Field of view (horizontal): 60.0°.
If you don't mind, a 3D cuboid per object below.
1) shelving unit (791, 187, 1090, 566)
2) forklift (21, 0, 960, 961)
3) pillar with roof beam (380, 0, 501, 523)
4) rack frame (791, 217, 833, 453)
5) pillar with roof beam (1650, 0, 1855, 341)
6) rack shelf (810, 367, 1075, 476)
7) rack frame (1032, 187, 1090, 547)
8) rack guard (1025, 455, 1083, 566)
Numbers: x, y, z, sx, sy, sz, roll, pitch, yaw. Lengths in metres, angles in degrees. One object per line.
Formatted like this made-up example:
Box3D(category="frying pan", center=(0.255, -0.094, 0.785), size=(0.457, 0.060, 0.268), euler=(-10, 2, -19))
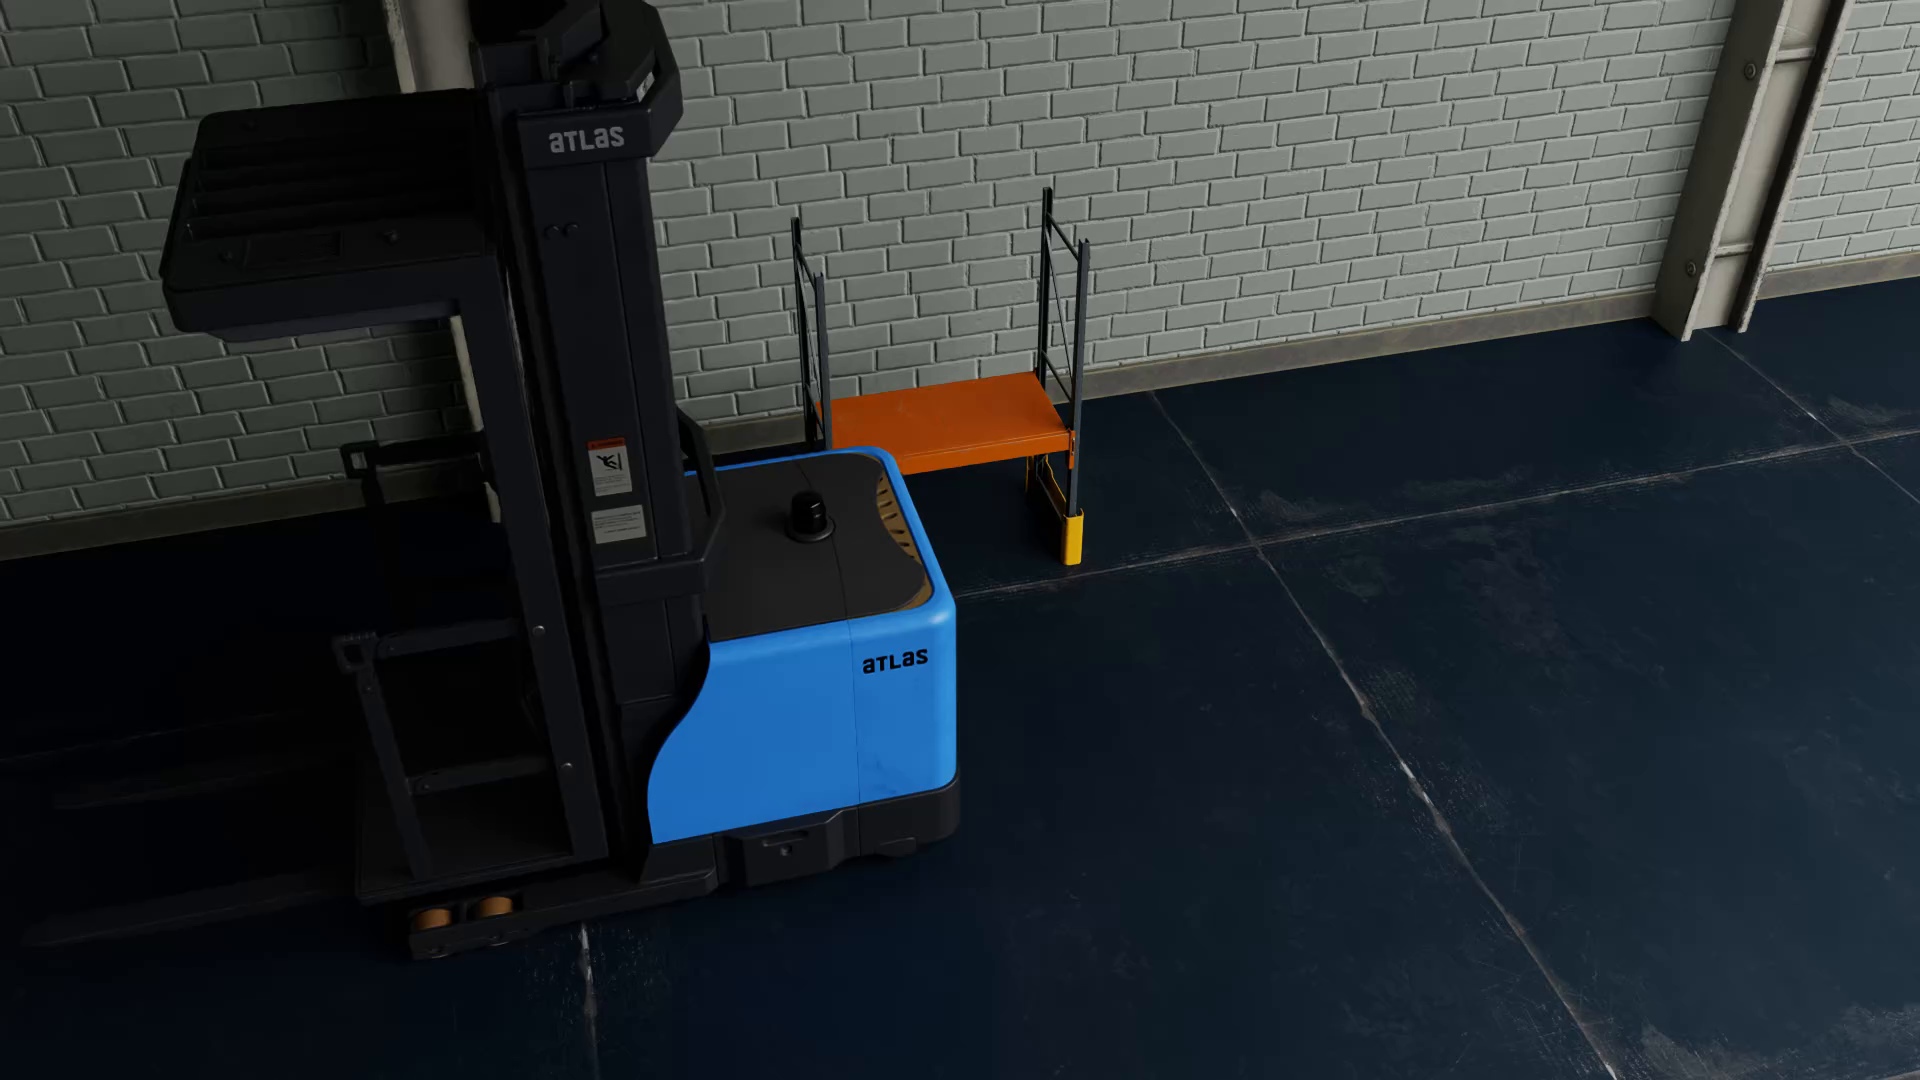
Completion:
Box3D(category="shelving unit", center=(-0.074, -0.584, 6.779), size=(1.083, 1.500, 0.587), euler=(-9, 38, -12))
Box3D(category="forklift", center=(-1.575, -0.150, 5.034), size=(3.031, 2.935, 1.130), euler=(-9, 38, -12))
Box3D(category="pillar with roof beam", center=(-0.796, -1.246, 1.473), size=(0.400, 9.000, 9.100), euler=(-9, 38, -12))
Box3D(category="rack frame", center=(-0.573, -0.502, 6.671), size=(0.032, 1.500, 0.500), euler=(-9, 38, -12))
Box3D(category="pillar with roof beam", center=(4.997, -2.197, 2.715), size=(0.400, 9.000, 9.100), euler=(-9, 38, -12))
Box3D(category="rack shelf", center=(-0.082, -0.439, 6.886), size=(1.000, 0.185, 0.538), euler=(-9, 38, -12))
Box3D(category="rack frame", center=(0.408, -0.663, 6.882), size=(0.032, 1.500, 0.500), euler=(-9, 38, -12))
Box3D(category="rack guard", center=(0.407, -0.166, 7.261), size=(0.087, 0.250, 0.587), euler=(-9, 38, -12))
